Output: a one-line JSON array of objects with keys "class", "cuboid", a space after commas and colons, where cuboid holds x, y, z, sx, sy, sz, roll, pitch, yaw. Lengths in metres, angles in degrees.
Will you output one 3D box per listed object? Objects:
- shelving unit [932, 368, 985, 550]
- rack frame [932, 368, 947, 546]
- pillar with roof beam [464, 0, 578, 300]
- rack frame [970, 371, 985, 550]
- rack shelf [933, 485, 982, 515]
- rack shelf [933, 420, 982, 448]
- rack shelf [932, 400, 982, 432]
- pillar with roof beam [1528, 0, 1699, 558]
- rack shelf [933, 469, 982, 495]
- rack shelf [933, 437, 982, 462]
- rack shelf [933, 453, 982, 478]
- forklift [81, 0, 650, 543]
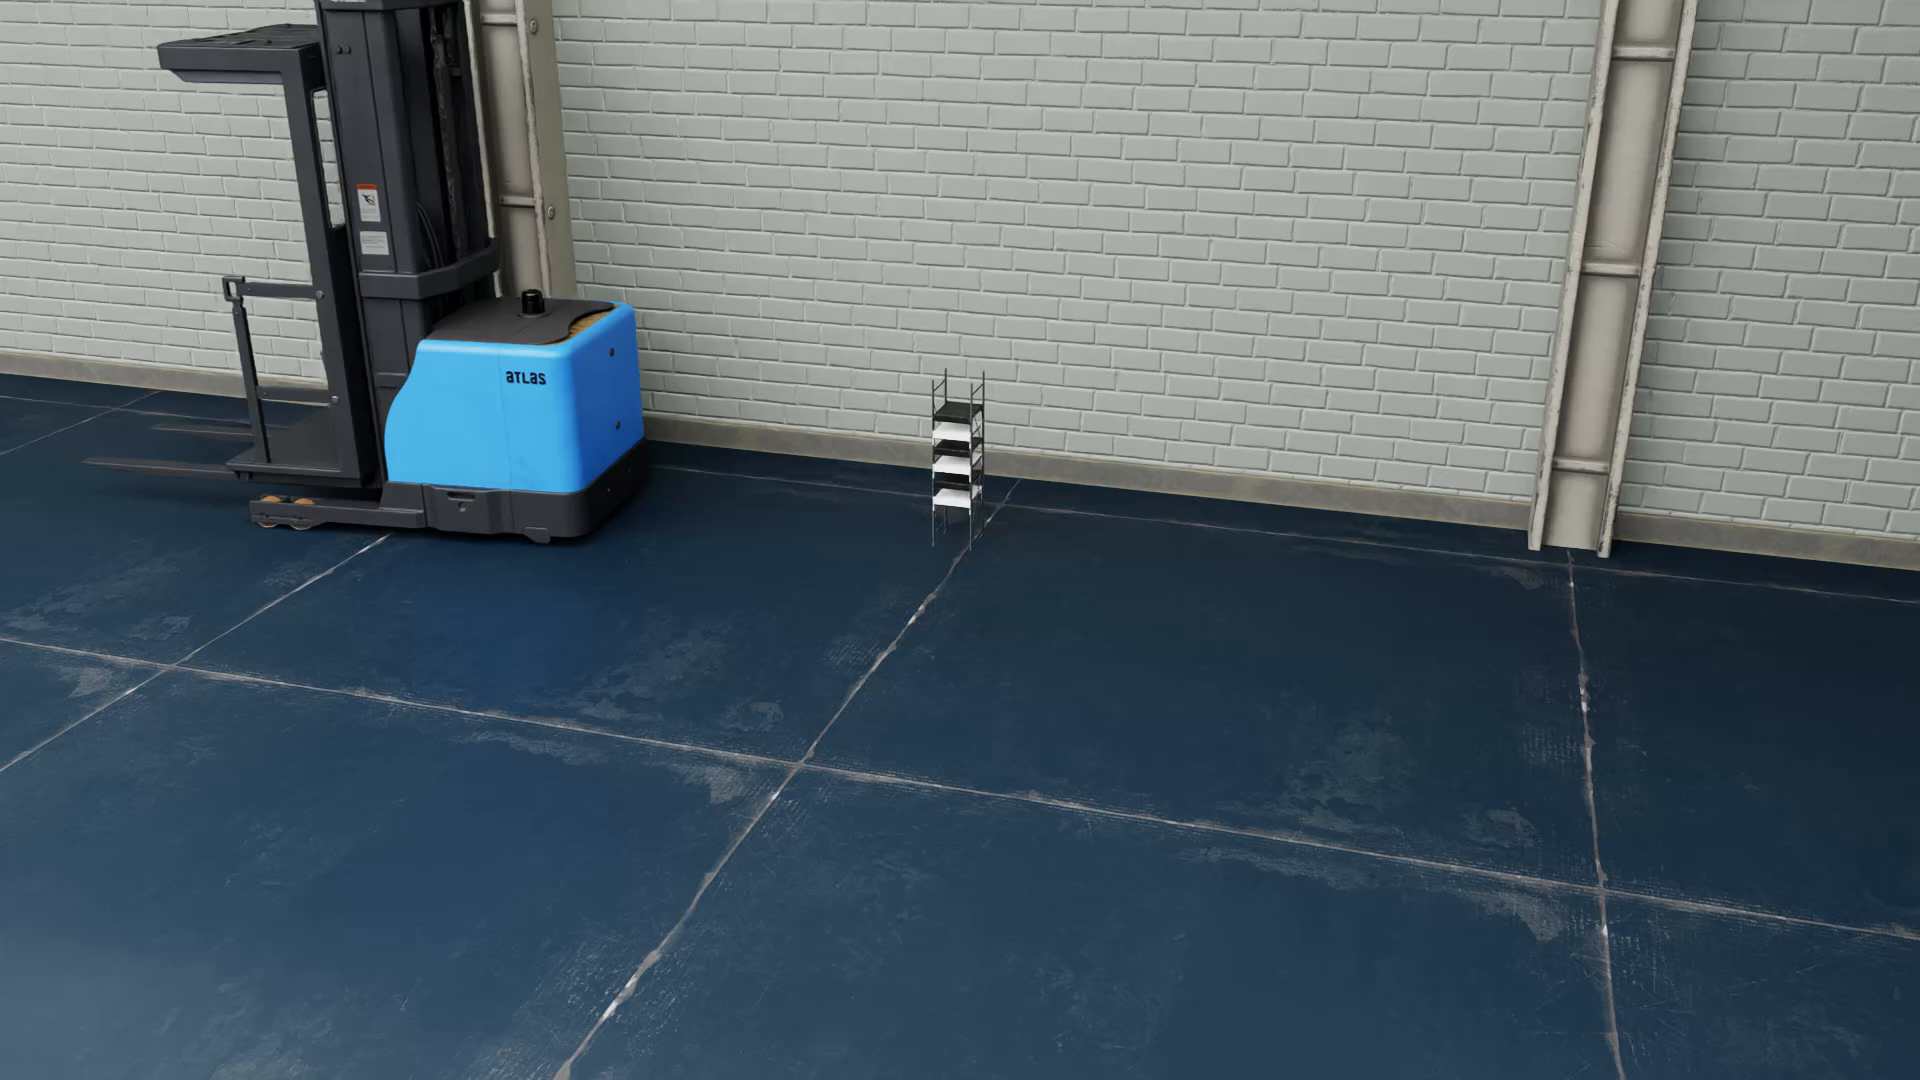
[{"class": "shelving unit", "cuboid": [-0.008, -0.417, 8.601, 0.210, 0.900, 0.258, 7, 23, 16]}, {"class": "rack frame", "cuboid": [-0.105, -0.428, 8.629, 0.006, 0.900, 0.240, 7, 23, 16]}, {"class": "pillar with roof beam", "cuboid": [-3.795, -3.243, 4.818, 0.400, 9.000, 9.100, 7, 23, 16]}, {"class": "rack frame", "cuboid": [0.090, -0.406, 8.574, 0.006, 0.900, 0.240, 7, 23, 16]}, {"class": "rack shelf", "cuboid": [-0.008, -0.220, 8.682, 0.200, 0.077, 0.258, 7, 23, 16]}, {"class": "rack shelf", "cuboid": [-0.008, -0.553, 8.546, 0.200, 0.077, 0.258, 7, 23, 16]}, {"class": "rack shelf", "cuboid": [-0.008, -0.636, 8.512, 0.200, 0.077, 0.258, 7, 23, 16]}, {"class": "pillar with roof beam", "cuboid": [1.950, -2.585, 3.214, 0.400, 9.000, 9.100, 7, 23, 16]}, {"class": "rack shelf", "cuboid": [-0.008, -0.303, 8.648, 0.200, 0.077, 0.258, 7, 23, 16]}, {"class": "rack shelf", "cuboid": [-0.008, -0.470, 8.580, 0.200, 0.077, 0.258, 7, 23, 16]}, {"class": "rack shelf", "cuboid": [-0.008, -0.386, 8.614, 0.200, 0.077, 0.258, 7, 23, 16]}, {"class": "forklift", "cuboid": [-3.336, -1.599, 8.806, 3.031, 2.935, 1.130, 4, 23, 10]}]
